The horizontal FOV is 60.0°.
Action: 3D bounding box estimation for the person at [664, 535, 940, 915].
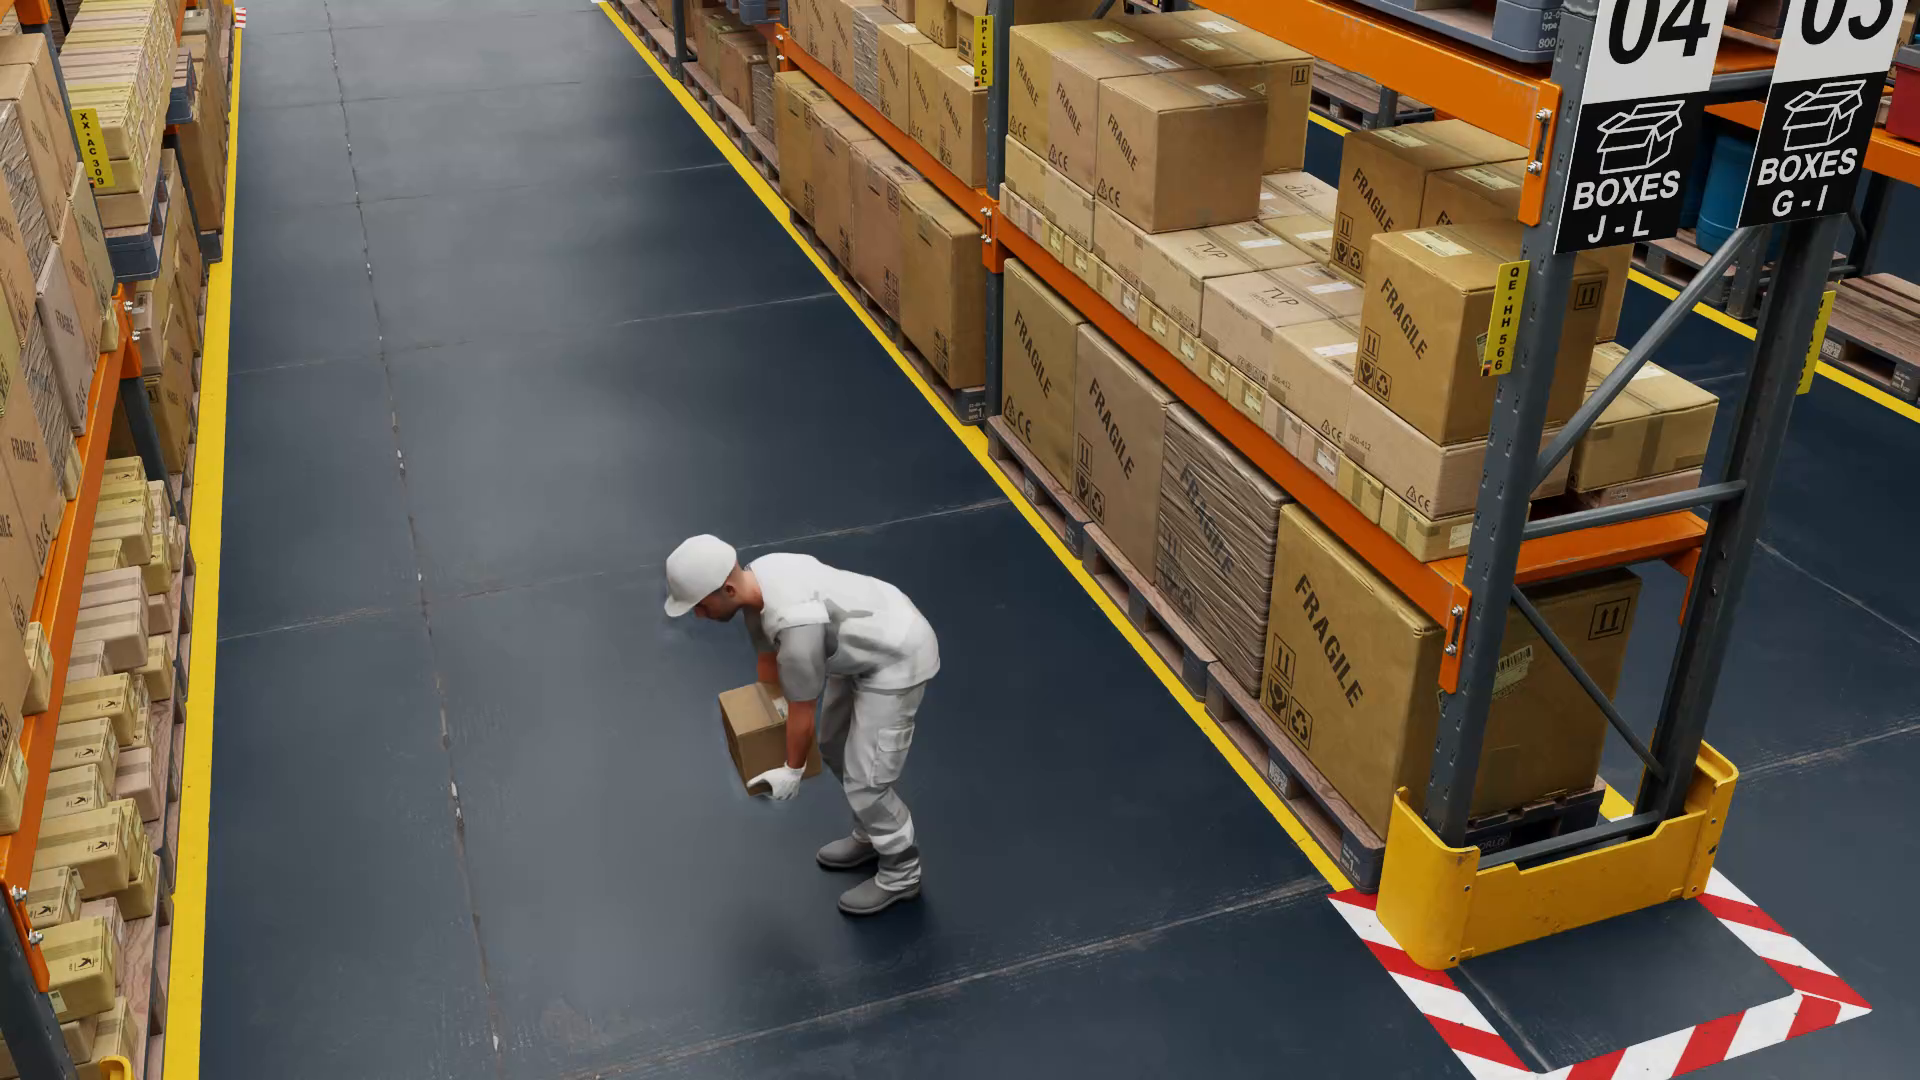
[{"bbox_3d":[-0.493,0.577,5.405,0.858,1.472,0.482,-11,31,-19],"label":"person"}]
